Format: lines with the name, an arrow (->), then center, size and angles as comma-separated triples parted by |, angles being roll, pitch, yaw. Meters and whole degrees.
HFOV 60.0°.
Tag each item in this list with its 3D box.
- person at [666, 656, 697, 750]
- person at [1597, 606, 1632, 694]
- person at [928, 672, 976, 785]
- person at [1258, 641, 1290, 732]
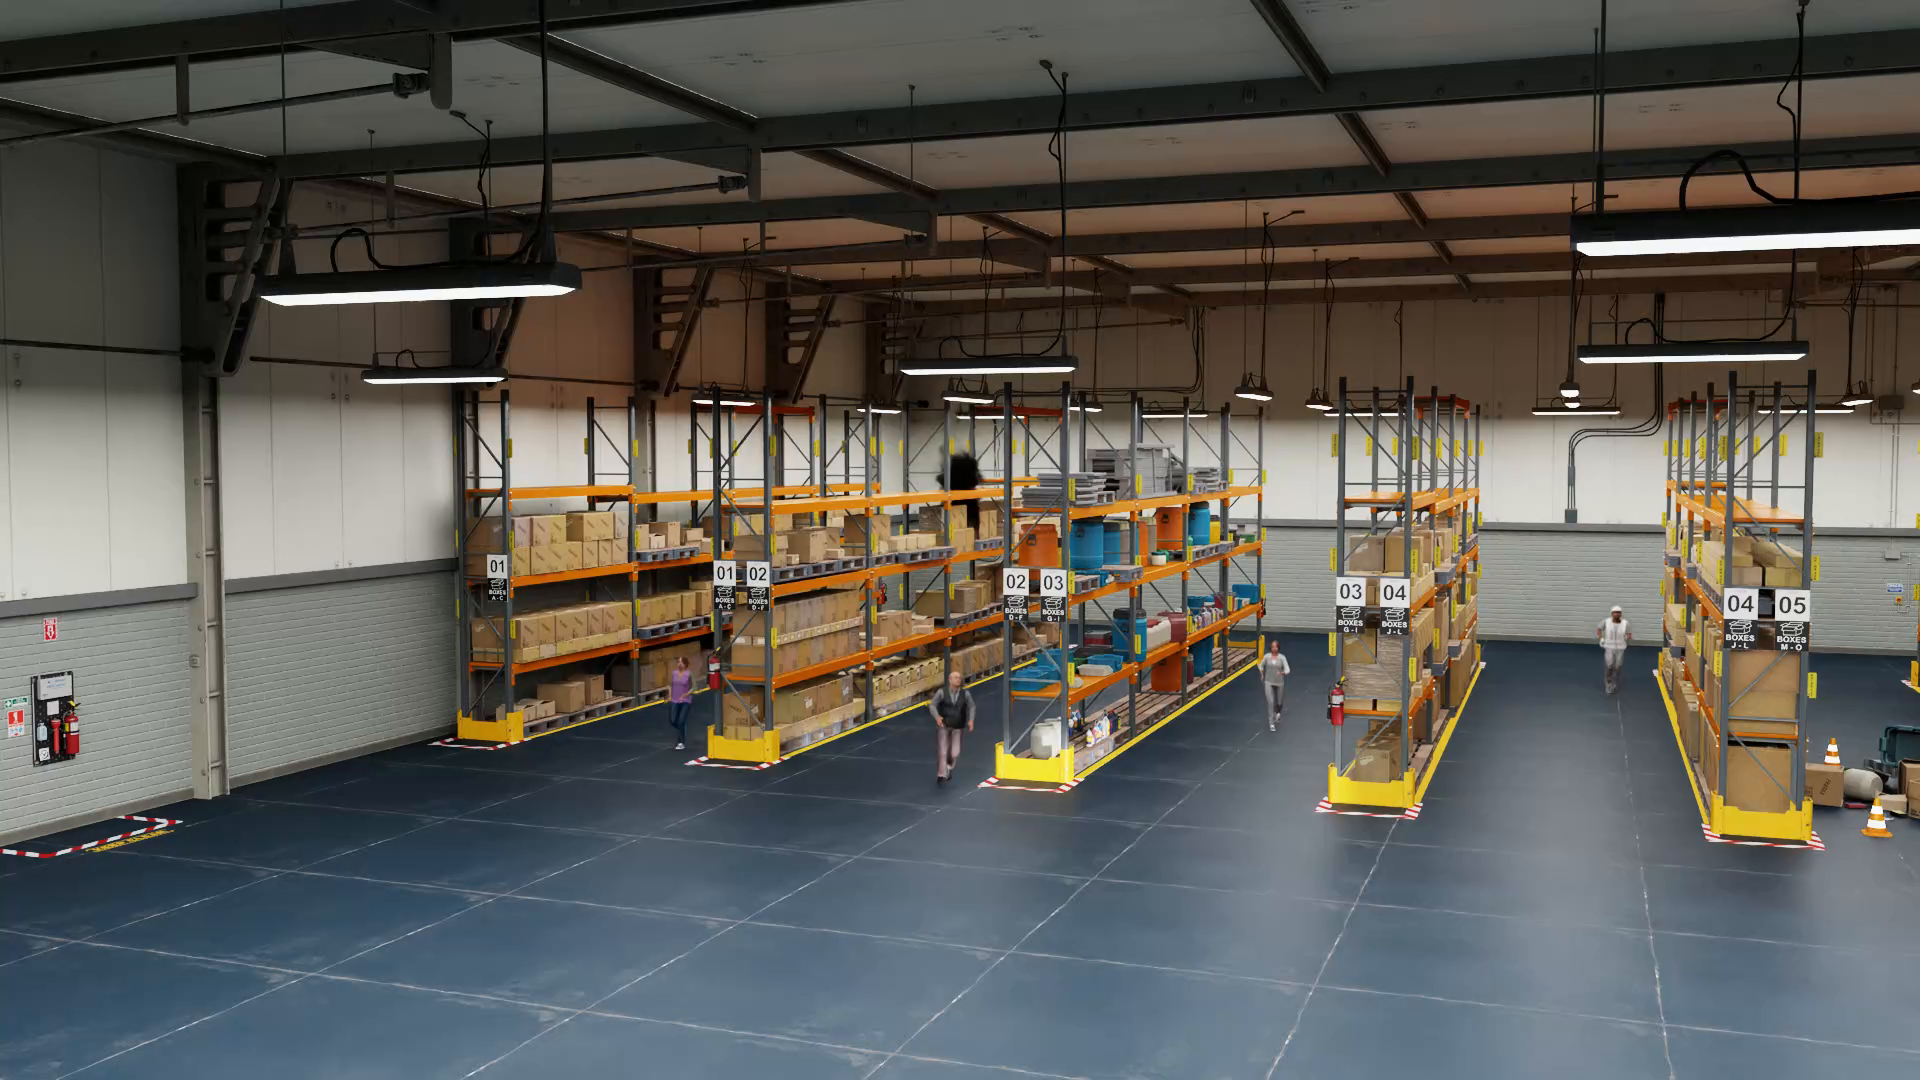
person -> -4.643, 2.702, 27.703 | 0.526, 1.544, 0.524 | 1, 3, 11
person -> 13.382, 2.252, 33.962 | 0.654, 1.822, 0.746 | 1, 3, 13
person -> -0.104, 2.805, 24.755 | 0.728, 1.674, 0.498 | 0, 3, -6
person -> 5.590, 2.581, 29.613 | 0.547, 1.566, 0.812 | 1, 3, 10
